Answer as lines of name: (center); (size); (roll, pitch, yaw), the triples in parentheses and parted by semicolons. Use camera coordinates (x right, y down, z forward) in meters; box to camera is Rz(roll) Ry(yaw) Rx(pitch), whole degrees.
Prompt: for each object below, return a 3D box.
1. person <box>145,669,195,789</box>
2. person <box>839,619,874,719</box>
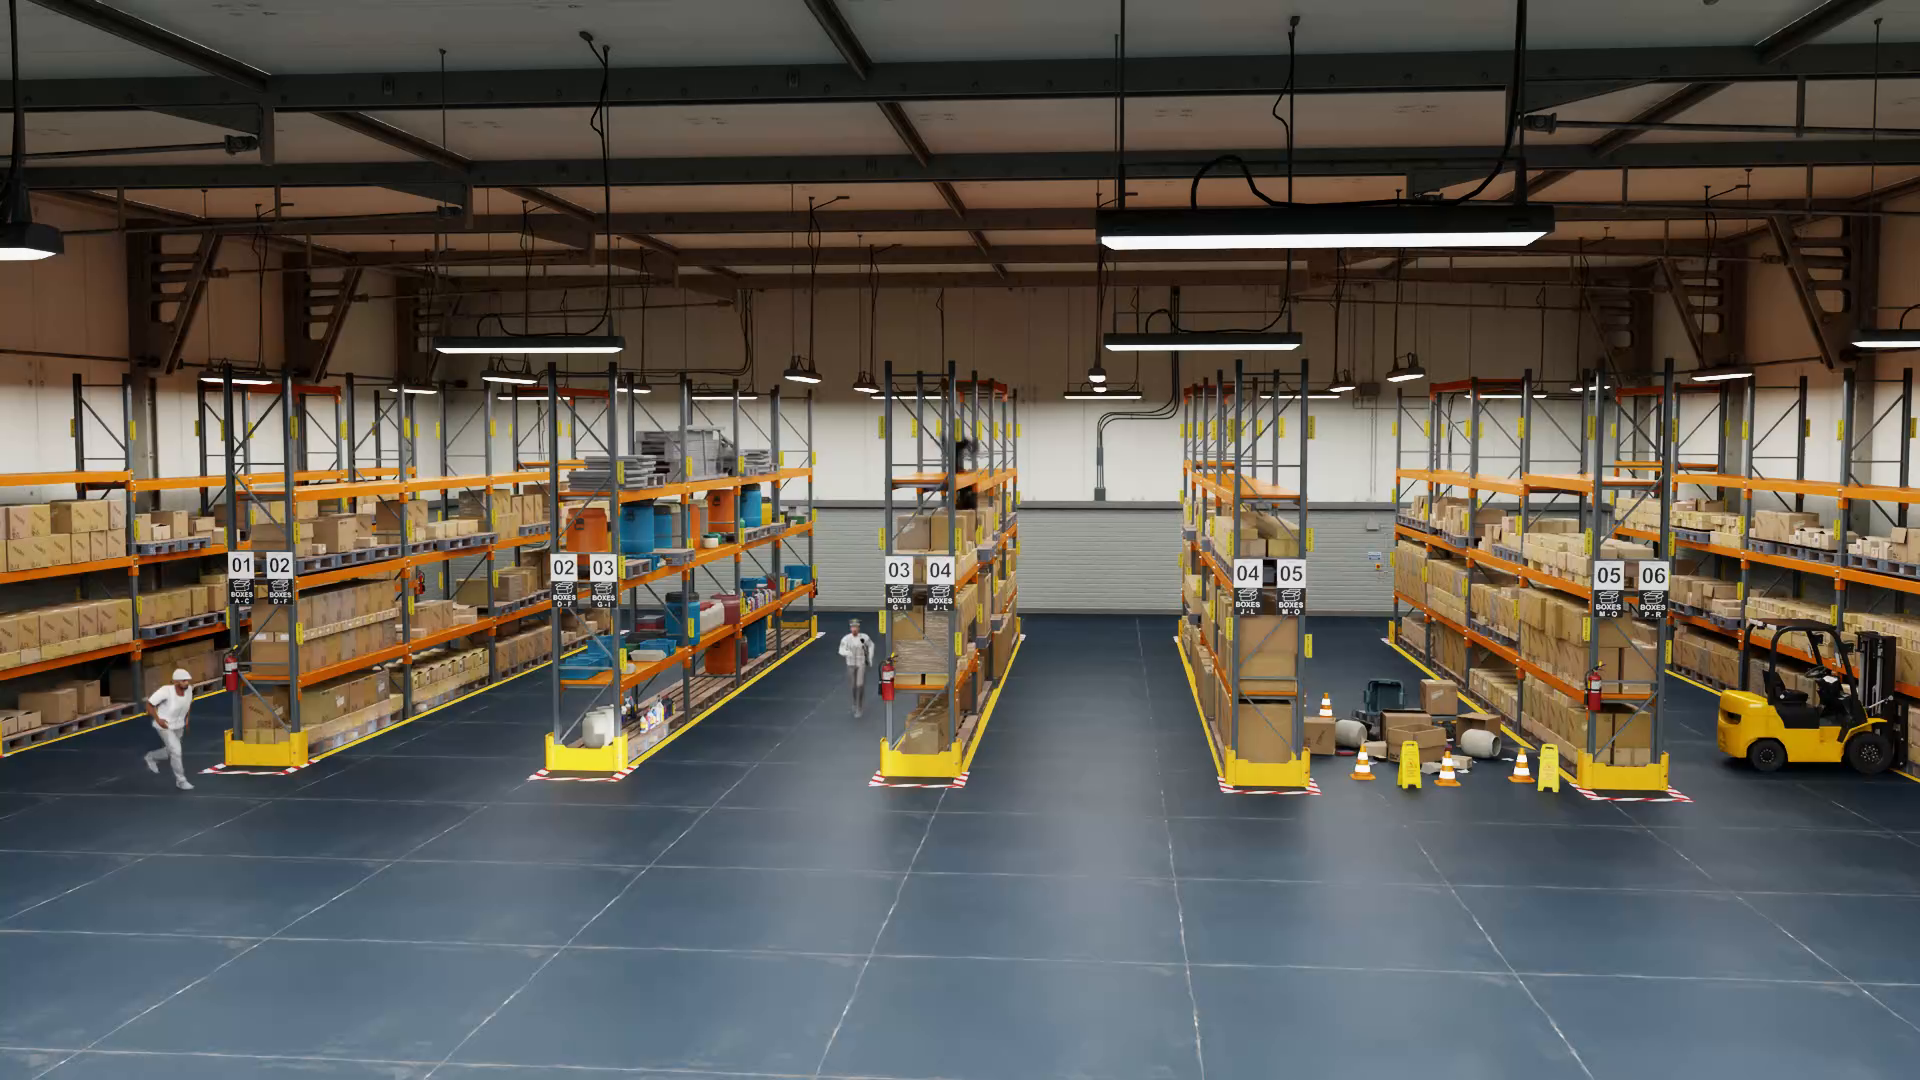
person: (-11.135, 2.644, 23.330); (0.975, 1.710, 0.708); (2, 4, 30)
person: (-1.822, 2.238, 29.179); (0.565, 1.746, 0.830); (0, 4, 6)
